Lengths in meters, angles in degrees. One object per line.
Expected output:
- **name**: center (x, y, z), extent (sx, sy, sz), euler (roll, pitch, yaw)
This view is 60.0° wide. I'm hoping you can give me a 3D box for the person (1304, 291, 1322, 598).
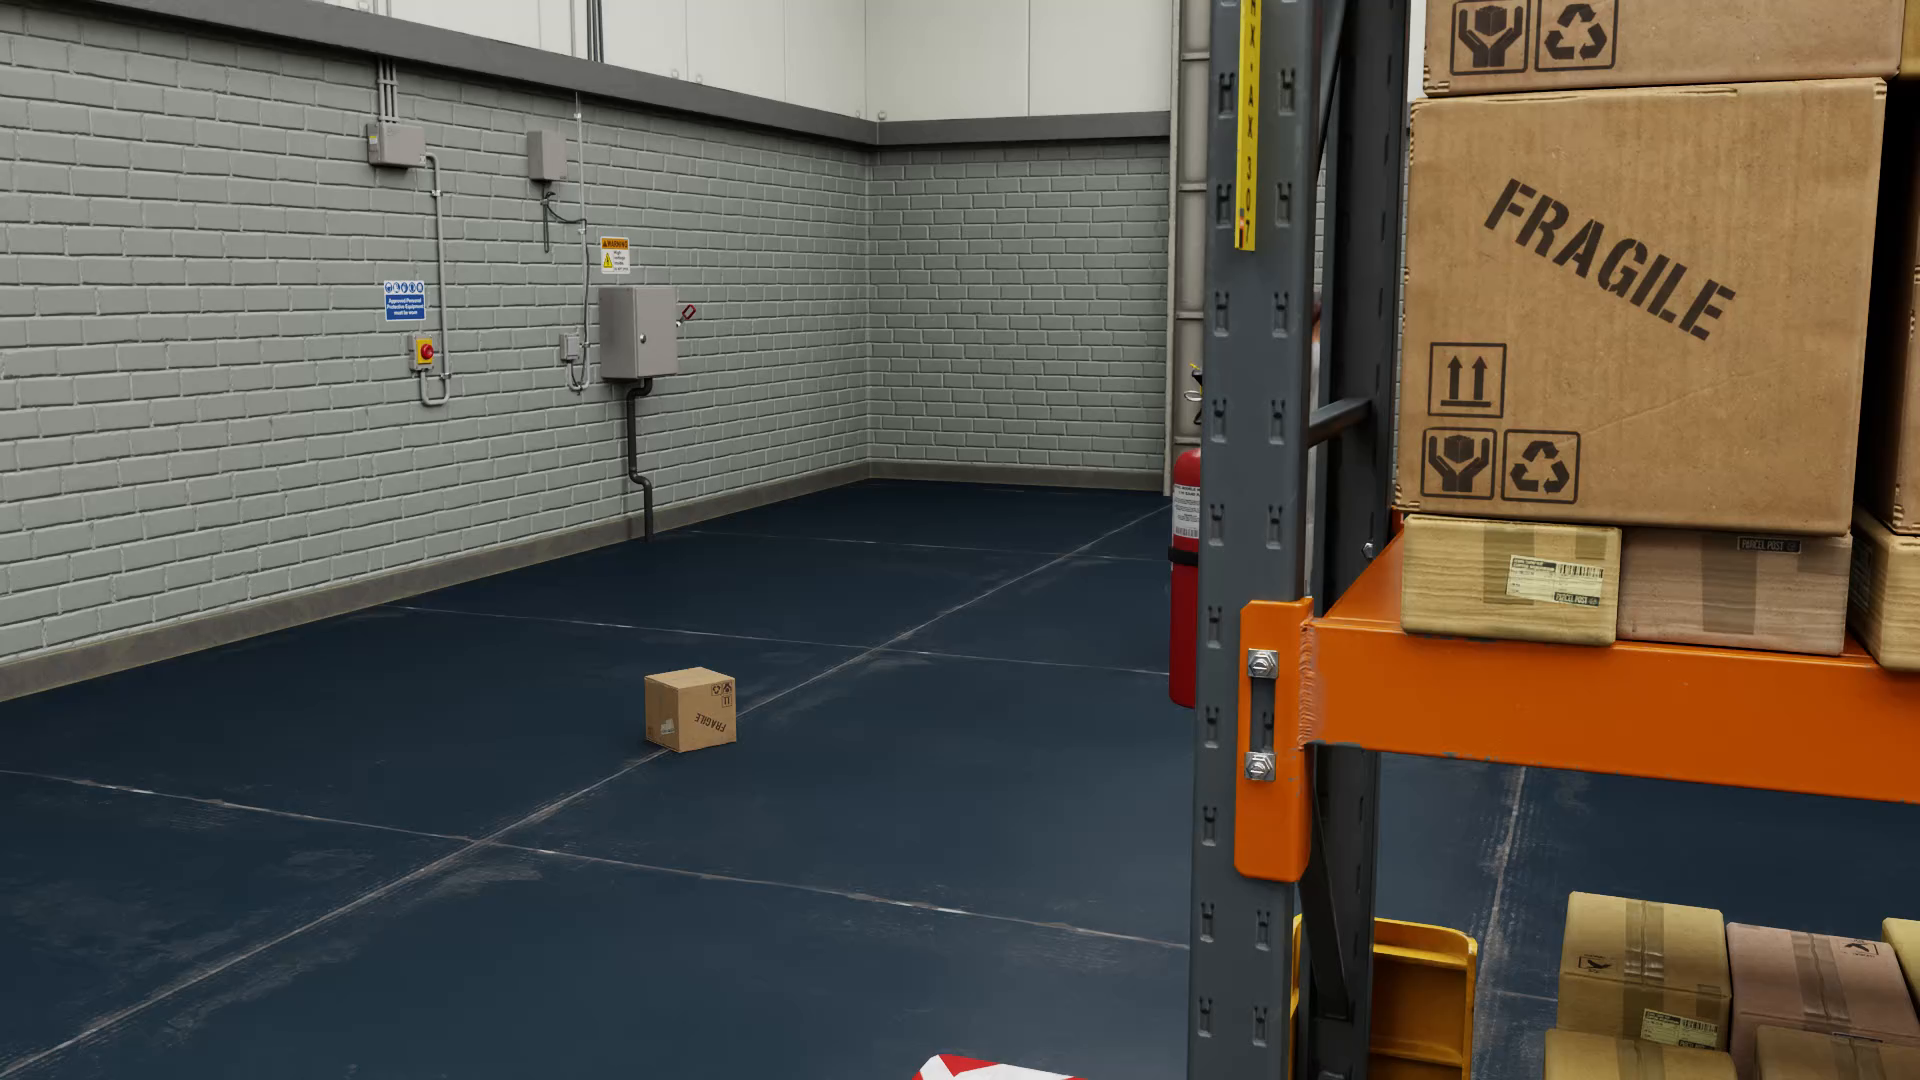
- **person**: center (1.845, -0.447, 8.649), extent (0.470, 1.679, 0.484), euler (-8, 12, -41)
